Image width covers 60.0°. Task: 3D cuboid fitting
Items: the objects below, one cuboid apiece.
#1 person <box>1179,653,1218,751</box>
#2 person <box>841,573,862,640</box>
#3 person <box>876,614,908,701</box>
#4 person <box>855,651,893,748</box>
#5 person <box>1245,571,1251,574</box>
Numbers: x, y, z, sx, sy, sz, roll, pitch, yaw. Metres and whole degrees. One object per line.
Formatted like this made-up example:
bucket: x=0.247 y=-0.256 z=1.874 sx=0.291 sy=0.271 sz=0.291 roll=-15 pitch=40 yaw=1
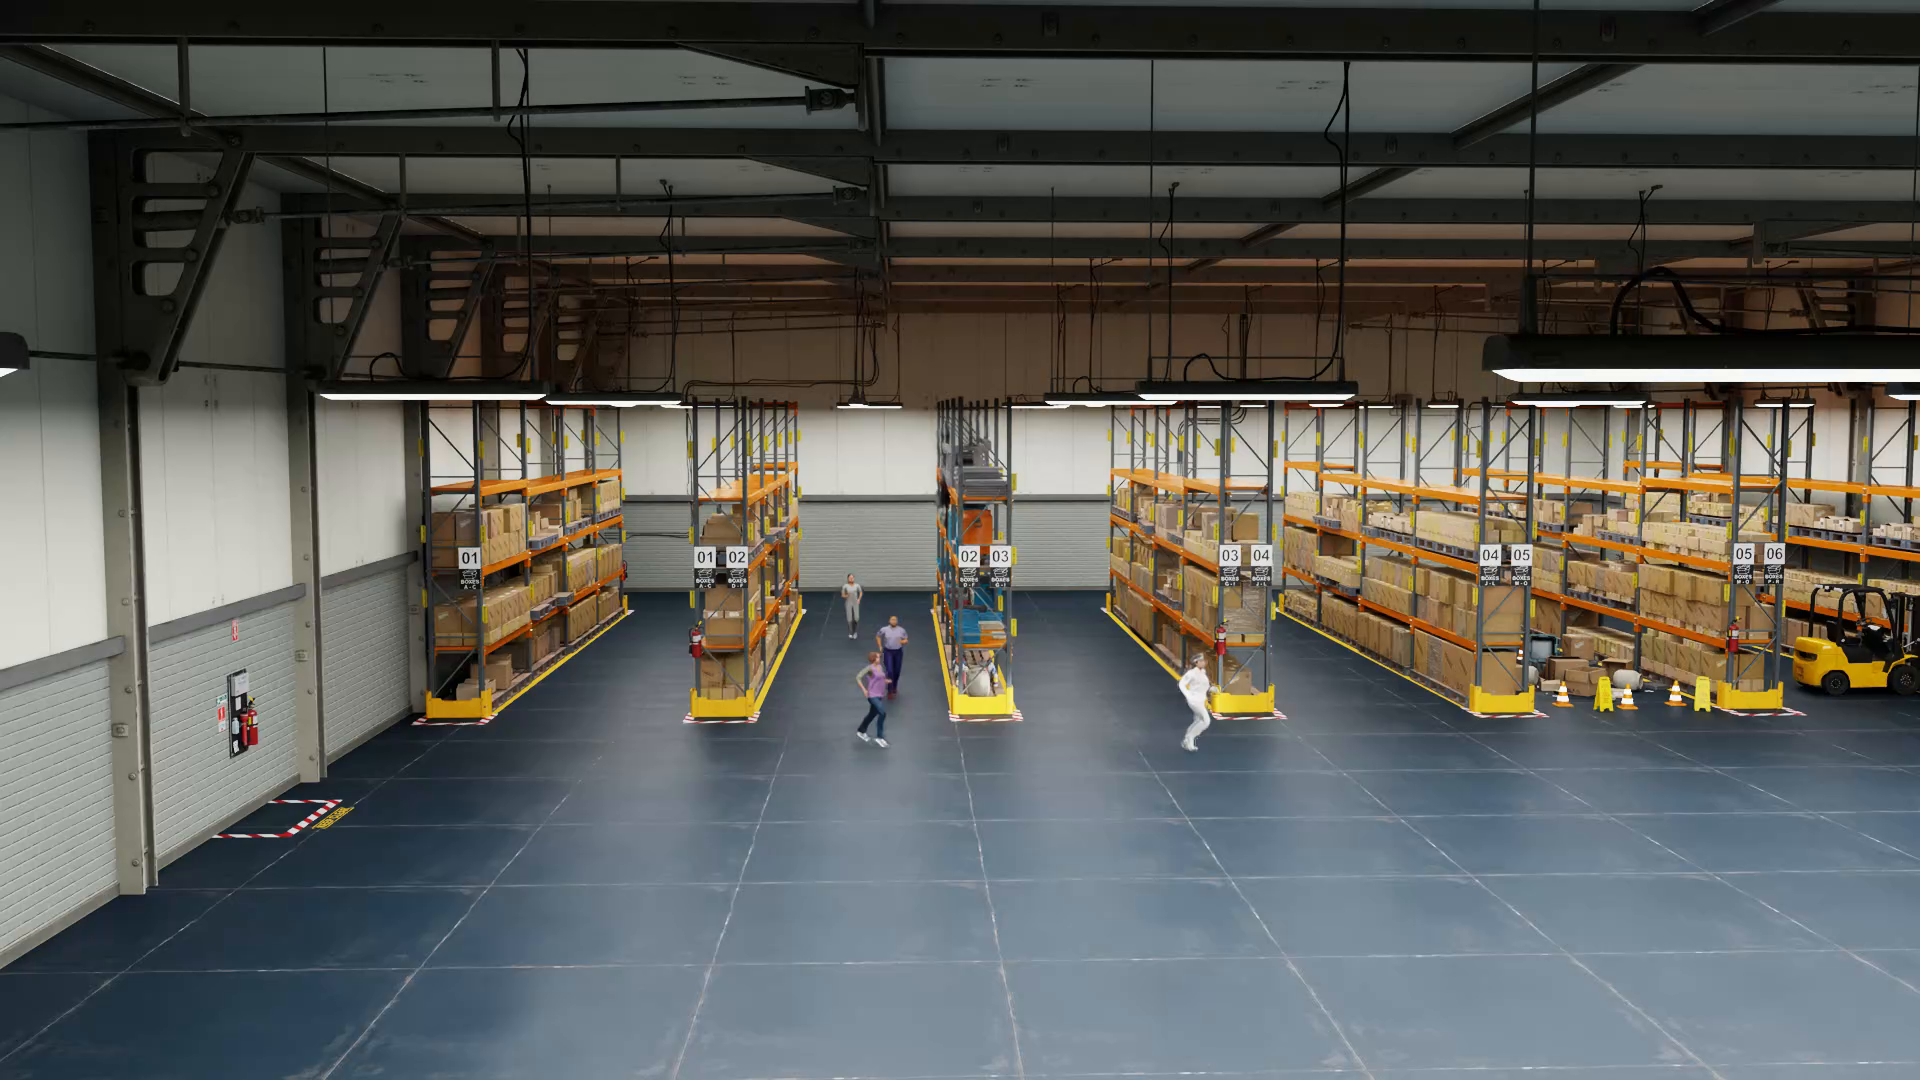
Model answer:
person: x=4.017 y=2.722 z=27.959 sx=0.601 sy=1.665 sz=0.496 roll=3 pitch=5 yaw=33
person: x=-2.714 y=1.684 z=41.722 sx=0.524 sy=1.647 sz=0.628 roll=-1 pitch=4 yaw=-8
person: x=-1.345 y=2.336 z=33.272 sx=0.579 sy=1.711 sz=0.763 roll=-1 pitch=5 yaw=-16
person: x=-1.474 y=2.717 z=28.503 sx=0.728 sy=1.642 sz=0.510 roll=2 pitch=5 yaw=25
person: x=8.203 y=1.173 z=48.347 sx=0.808 sy=1.686 sz=0.702 roll=-4 pitch=6 yaw=-43
